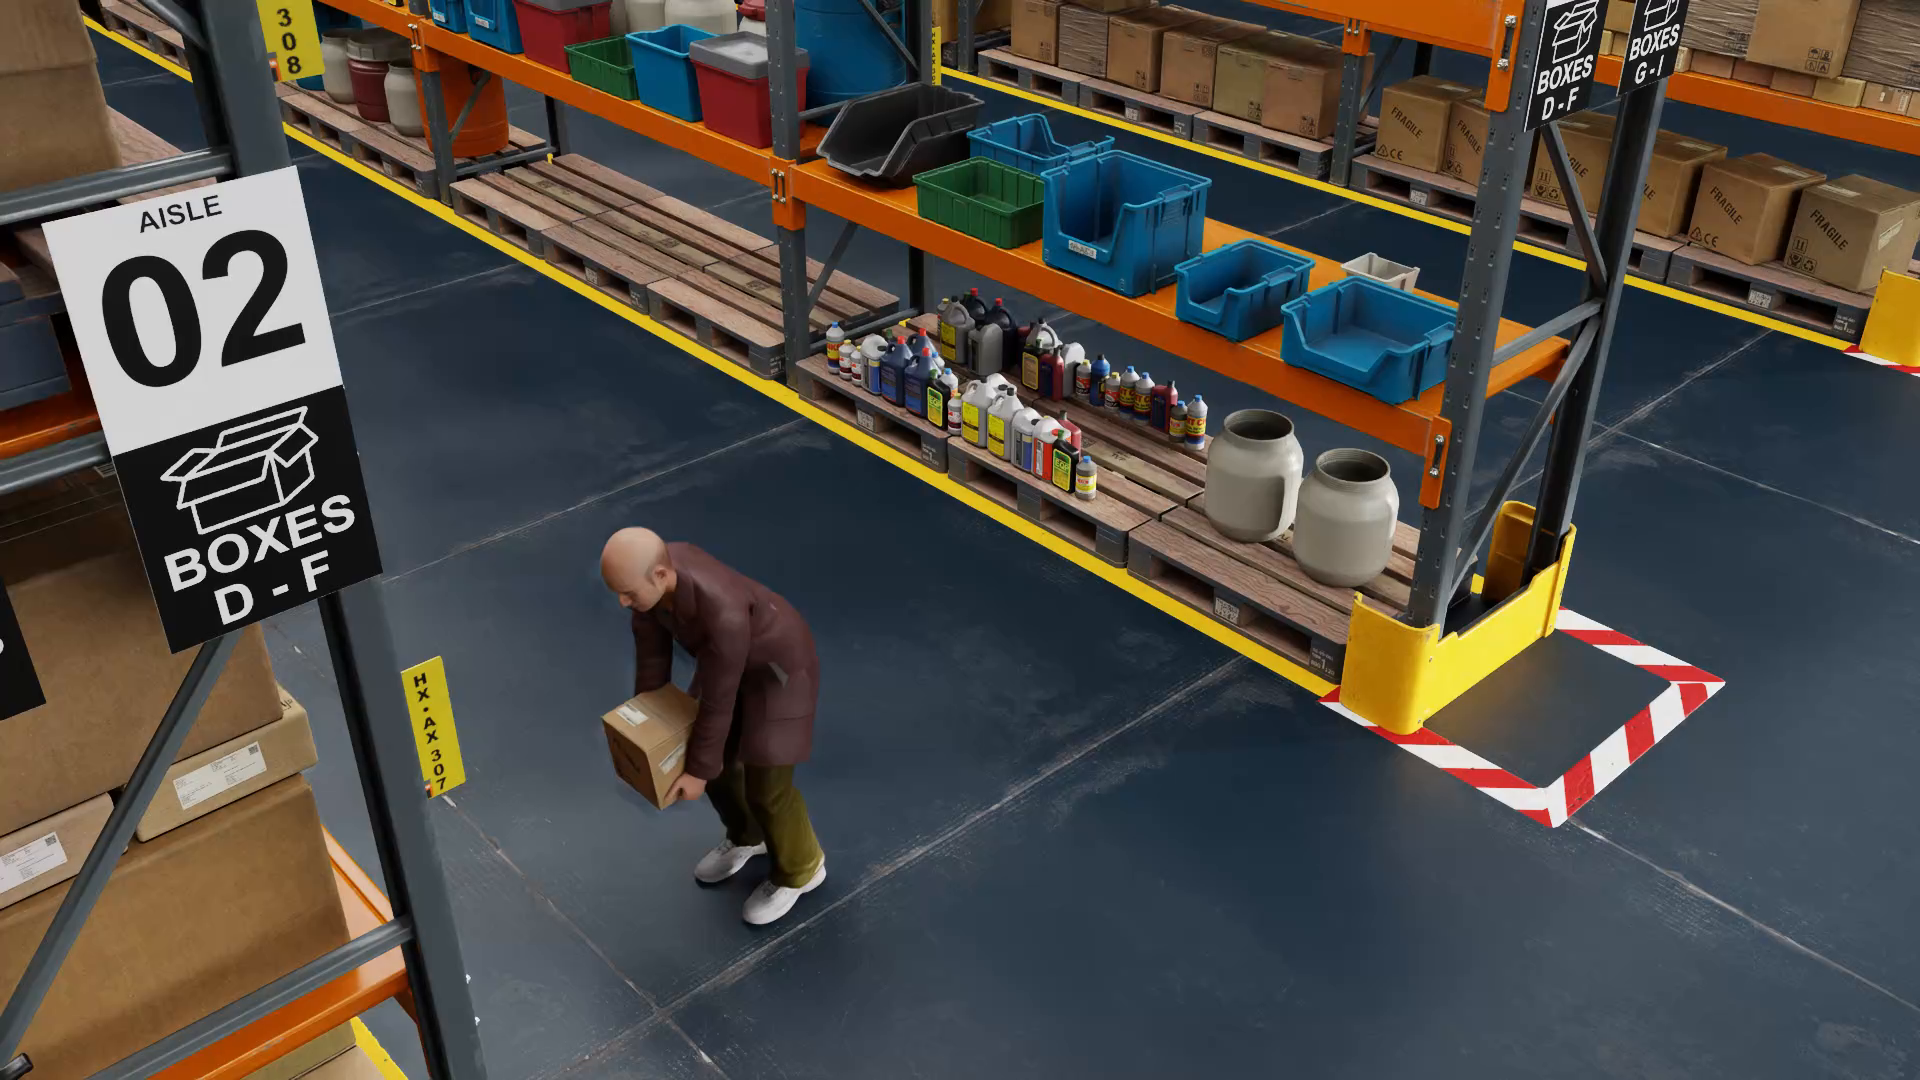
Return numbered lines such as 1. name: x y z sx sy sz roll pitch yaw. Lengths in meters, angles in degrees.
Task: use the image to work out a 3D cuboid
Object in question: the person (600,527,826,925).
1. person: -0.790 0.562 5.400 0.716 1.603 0.550 -27 40 -36
